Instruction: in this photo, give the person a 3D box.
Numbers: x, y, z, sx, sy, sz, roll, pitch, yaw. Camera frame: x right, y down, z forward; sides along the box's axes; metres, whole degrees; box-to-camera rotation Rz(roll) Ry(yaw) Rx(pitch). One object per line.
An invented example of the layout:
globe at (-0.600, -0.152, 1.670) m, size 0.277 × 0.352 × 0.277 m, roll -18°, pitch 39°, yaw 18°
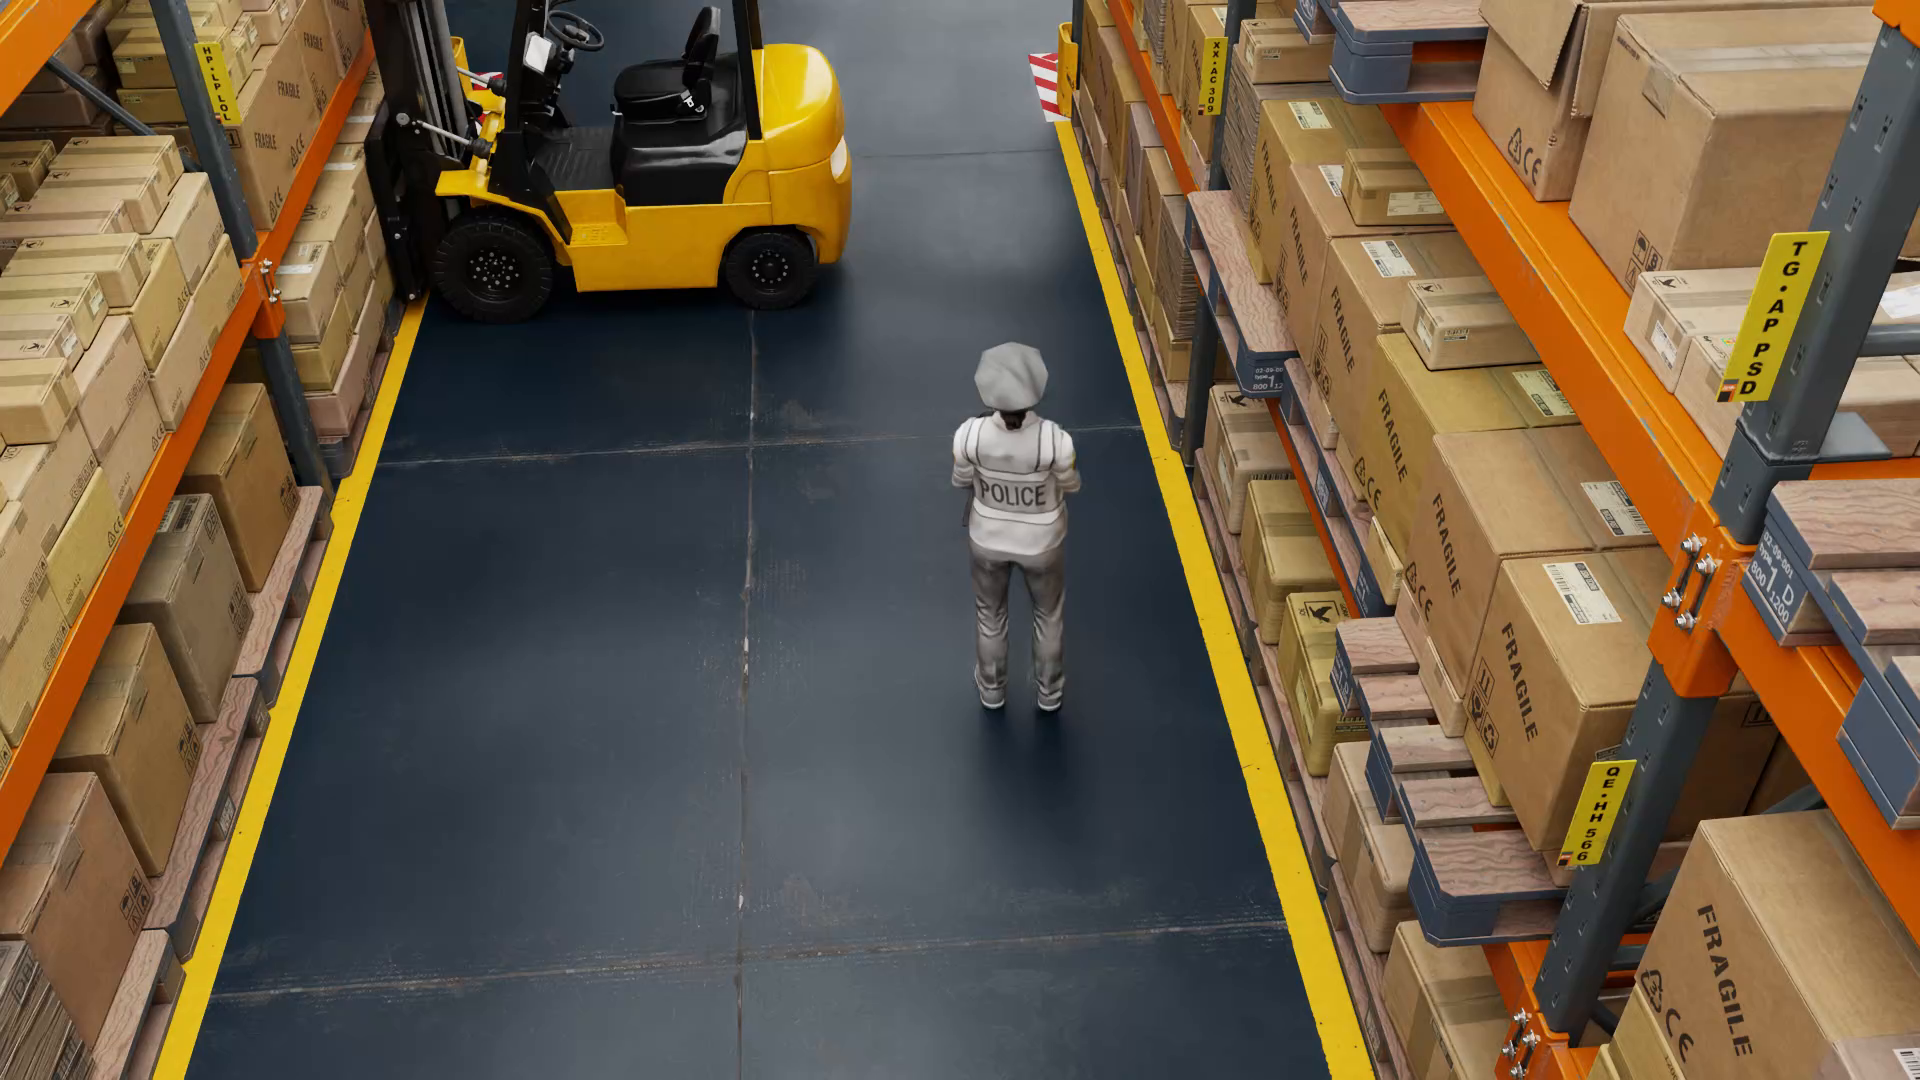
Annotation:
person at (0.208, -0.052, 6.189) m, size 0.469 × 1.698 × 0.549 m, roll 6°, pitch 40°, yaw 7°
